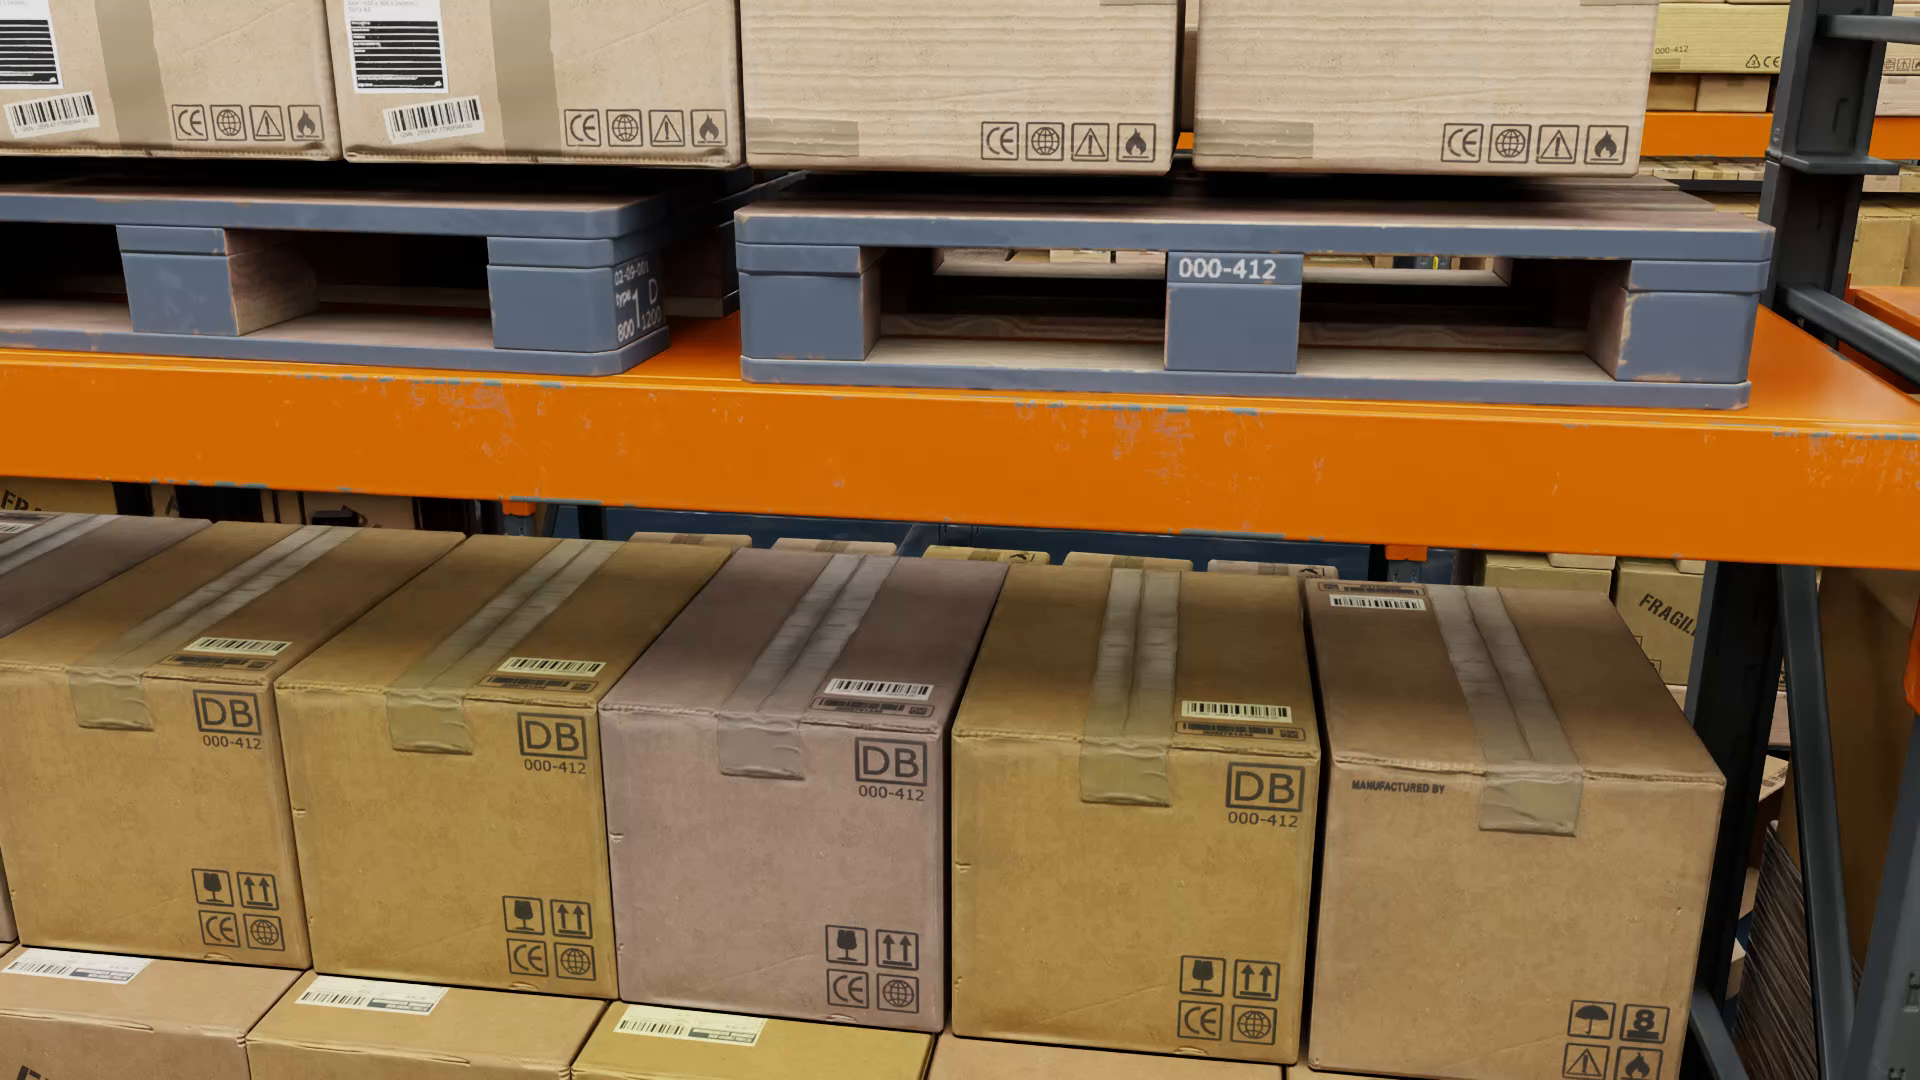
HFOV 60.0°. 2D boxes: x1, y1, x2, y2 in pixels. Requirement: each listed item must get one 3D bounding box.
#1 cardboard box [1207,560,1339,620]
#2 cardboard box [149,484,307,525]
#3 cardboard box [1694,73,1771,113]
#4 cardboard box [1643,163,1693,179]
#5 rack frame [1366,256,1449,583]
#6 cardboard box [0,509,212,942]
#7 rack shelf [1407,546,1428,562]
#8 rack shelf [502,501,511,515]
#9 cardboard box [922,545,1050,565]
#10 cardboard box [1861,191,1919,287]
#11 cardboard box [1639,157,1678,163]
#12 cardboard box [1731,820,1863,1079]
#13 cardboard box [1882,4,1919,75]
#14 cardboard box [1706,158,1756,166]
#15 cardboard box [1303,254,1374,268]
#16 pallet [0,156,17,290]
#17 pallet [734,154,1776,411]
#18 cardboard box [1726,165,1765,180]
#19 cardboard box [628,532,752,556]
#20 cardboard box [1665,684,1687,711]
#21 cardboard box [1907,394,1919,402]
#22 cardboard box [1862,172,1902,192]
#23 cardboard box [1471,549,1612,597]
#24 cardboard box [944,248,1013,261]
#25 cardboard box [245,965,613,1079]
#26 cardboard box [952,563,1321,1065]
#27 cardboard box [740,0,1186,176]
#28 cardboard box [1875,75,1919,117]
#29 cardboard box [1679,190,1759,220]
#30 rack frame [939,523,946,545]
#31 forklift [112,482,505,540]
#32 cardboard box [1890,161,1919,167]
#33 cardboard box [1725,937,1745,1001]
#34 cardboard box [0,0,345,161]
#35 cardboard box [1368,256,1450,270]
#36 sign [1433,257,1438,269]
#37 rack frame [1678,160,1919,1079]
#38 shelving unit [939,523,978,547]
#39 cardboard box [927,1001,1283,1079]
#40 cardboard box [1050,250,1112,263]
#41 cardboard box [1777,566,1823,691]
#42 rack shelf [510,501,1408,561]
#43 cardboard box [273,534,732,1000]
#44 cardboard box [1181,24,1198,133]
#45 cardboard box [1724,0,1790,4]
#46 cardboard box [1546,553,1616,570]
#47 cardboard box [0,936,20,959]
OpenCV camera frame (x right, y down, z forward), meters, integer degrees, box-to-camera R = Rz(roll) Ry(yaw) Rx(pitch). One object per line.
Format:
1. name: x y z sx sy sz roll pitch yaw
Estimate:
1. cardboard box: 1.451 0.432 7.765 0.625 0.372 0.950 3 19 9
2. cardboard box: -3.529 -0.089 8.530 0.875 0.875 0.875 3 19 9
3. cardboard box: 2.991 -1.767 6.525 0.250 0.149 0.380 3 19 10
4. cardboard box: 4.800 -2.467 11.300 0.250 0.149 0.380 3 19 9
5. rack frame: 1.969 -0.590 7.338 0.127 3.000 1.000 3 19 9
6. cardboard box: -1.724 0.294 2.963 0.500 0.500 0.700 3 19 8
7. rack shelf: 3.944 -0.148 7.151 4.000 0.370 1.077 3 19 9
8. rack shelf: -3.955 -0.550 8.355 4.000 0.370 1.077 3 19 9
9. cardboard box: 0.054 0.362 7.973 0.625 0.372 0.950 4 19 10
10. cardboard box: 3.891 -1.098 6.656 0.500 0.500 0.700 3 19 8
11. cardboard box: 4.882 -2.610 11.728 0.250 0.149 0.380 3 19 9
12. cardboard box: 1.650 0.910 2.620 0.550 0.550 0.875 3 19 9
13. cardboard box: 3.363 -1.922 6.360 0.500 0.250 0.500 3 19 9
14. cardboard box: 5.382 -2.579 11.634 0.250 0.149 0.380 4 19 10
15. cardboard box: 1.477 -0.929 7.063 0.500 0.500 0.500 3 19 8
16. pallet: -2.021 -0.552 2.796 1.003 0.211 1.213 4 19 11
17. pallet: 0.371 -0.396 2.334 1.217 0.209 0.805 2 19 6
18. cardboard box: 5.295 -2.413 11.139 0.250 0.149 0.380 3 19 10
19. cardboard box: -1.424 0.288 8.196 0.625 0.372 0.950 2 19 5
20. cardboard box: 3.038 0.653 7.296 0.500 0.250 0.500 4 19 12
21. cardboard box: 3.855 -0.602 6.749 0.500 0.500 0.500 3 19 9
22. cardboard box: 6.067 -2.394 11.083 0.250 0.149 0.380 3 19 9
23. cardboard box: 2.509 0.274 7.247 0.500 0.500 0.500 4 19 11
24. cardboard box: -0.039 -1.007 7.298 0.500 0.500 0.500 2 19 7
25. cardboard box: -0.773 0.901 2.726 0.500 0.500 0.500 3 19 8
26. cardboard box: 0.285 0.396 2.658 0.500 0.500 0.700 3 19 8
27. cardboard box: 0.030 -0.625 2.133 0.500 0.250 0.500 3 19 8
28. cardboard box: 3.497 -1.708 6.349 0.250 0.149 0.380 3 19 8
29. cardboard box: 2.870 -1.130 6.750 0.500 0.500 0.700 3 19 9
30. rack frame: -0.108 -0.432 10.177 0.006 0.900 0.240 3 19 9
31. forklift: -1.904 0.284 4.836 1.130 2.935 3.031 -2 19 -6
32. cardboard box: 6.405 -2.523 11.469 0.250 0.149 0.380 3 19 8
33. cardboard box: 2.433 1.420 5.640 0.396 0.266 0.258 -11 21 -29
34. cardboard box: -0.984 -0.705 2.278 0.500 0.311 0.500 3 19 8
35. cardboard box: 3.150 -2.088 11.659 0.500 0.500 0.500 2 19 7
36. sign: 1.885 -0.965 6.634 0.005 0.325 0.100 3 19 9
37. rack frame: 1.284 0.966 2.688 0.127 3.000 1.000 3 19 9
38. shelving unit: -0.008 -0.427 10.162 0.210 0.900 0.258 3 19 9
39. cardboard box: 0.227 0.951 2.576 0.500 0.500 0.500 3 19 8
40. cardboard box: 0.521 -1.274 7.074 0.250 0.149 0.380 2 19 6
41. cardboard box: 3.551 0.324 7.098 0.500 0.500 0.500 4 19 12
42. rack shelf: -0.005 -0.349 7.753 4.000 0.370 1.077 3 19 9
43. cardboard box: -0.713 0.345 2.812 0.500 0.500 0.700 3 19 8
44. cardboard box: 0.299 -0.714 2.558 0.380 0.149 0.250 3 19 9
45. cardboard box: 3.004 -2.111 6.298 0.250 0.149 0.380 3 19 8
46. cardboard box: 2.623 -0.009 7.069 0.250 0.149 0.380 3 19 9
47. cardboard box: -1.763 0.849 2.880 0.500 0.500 0.500 3 19 8
